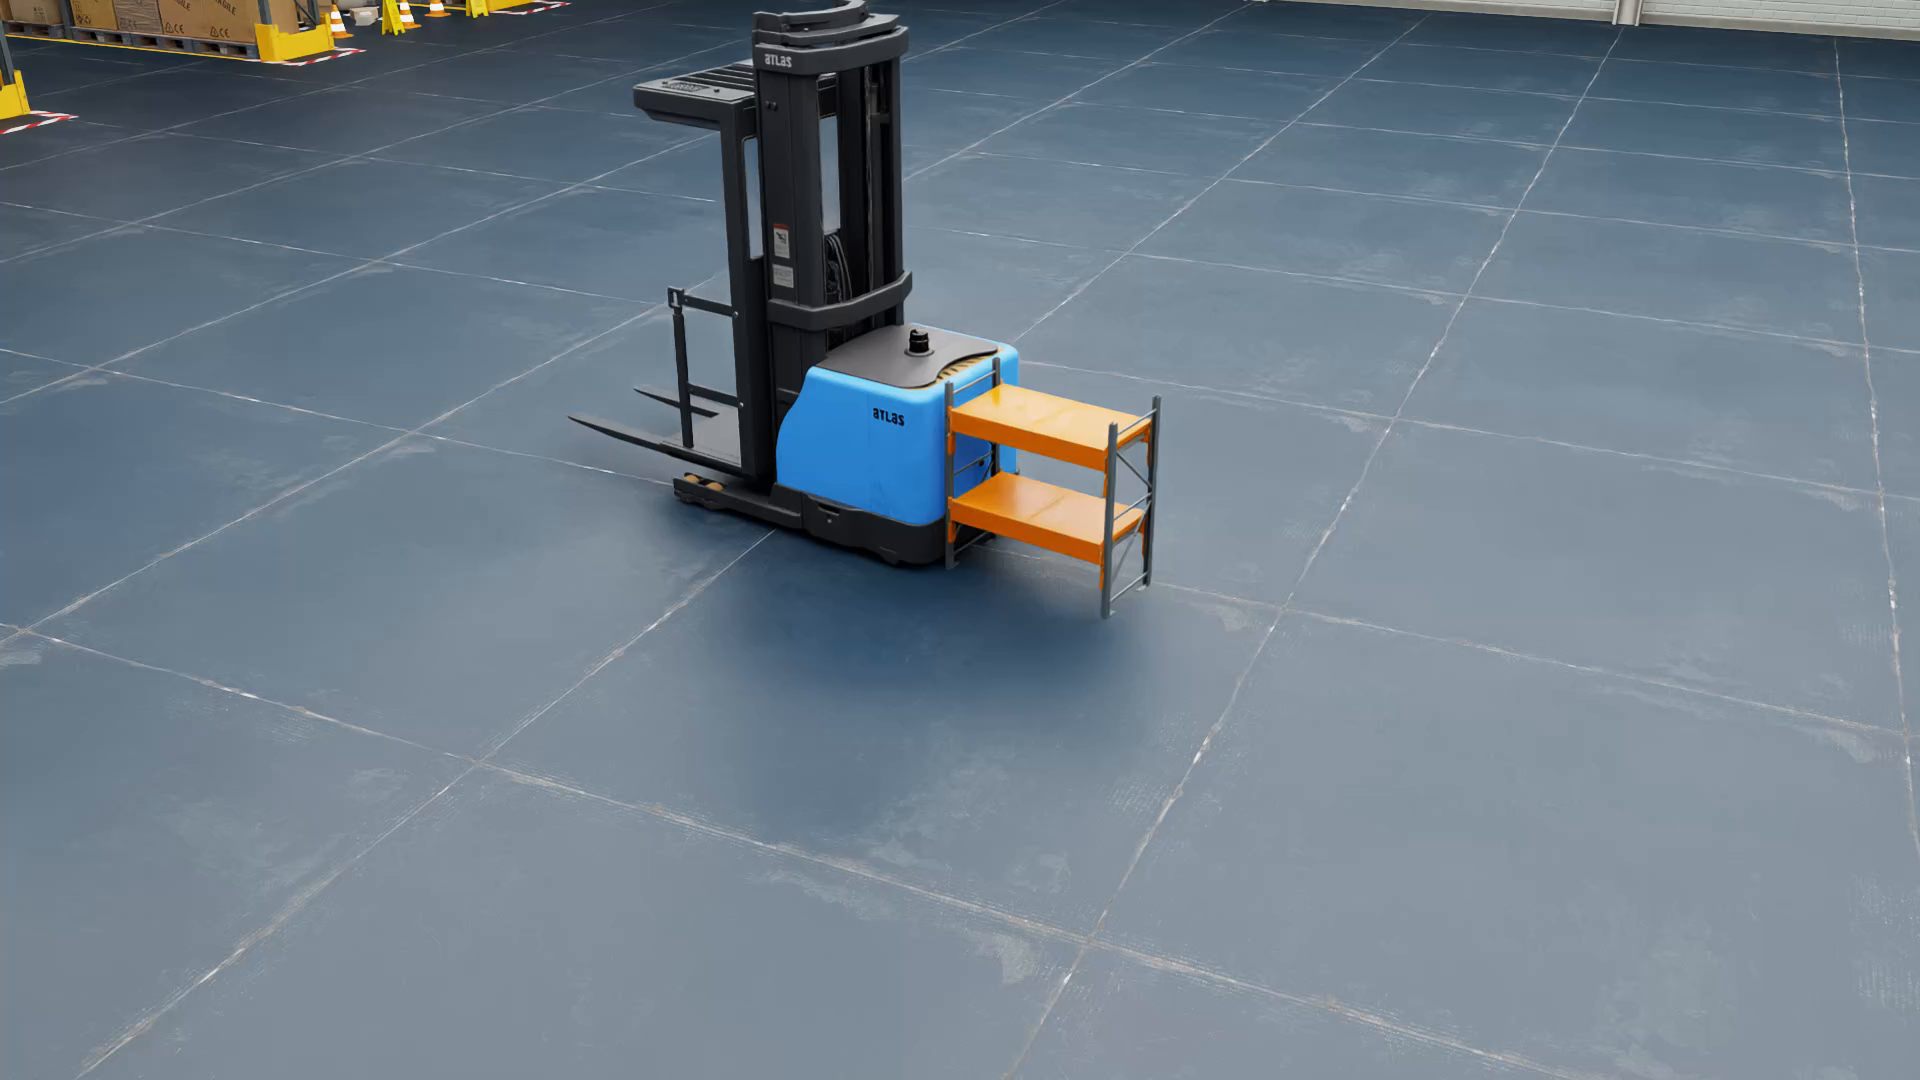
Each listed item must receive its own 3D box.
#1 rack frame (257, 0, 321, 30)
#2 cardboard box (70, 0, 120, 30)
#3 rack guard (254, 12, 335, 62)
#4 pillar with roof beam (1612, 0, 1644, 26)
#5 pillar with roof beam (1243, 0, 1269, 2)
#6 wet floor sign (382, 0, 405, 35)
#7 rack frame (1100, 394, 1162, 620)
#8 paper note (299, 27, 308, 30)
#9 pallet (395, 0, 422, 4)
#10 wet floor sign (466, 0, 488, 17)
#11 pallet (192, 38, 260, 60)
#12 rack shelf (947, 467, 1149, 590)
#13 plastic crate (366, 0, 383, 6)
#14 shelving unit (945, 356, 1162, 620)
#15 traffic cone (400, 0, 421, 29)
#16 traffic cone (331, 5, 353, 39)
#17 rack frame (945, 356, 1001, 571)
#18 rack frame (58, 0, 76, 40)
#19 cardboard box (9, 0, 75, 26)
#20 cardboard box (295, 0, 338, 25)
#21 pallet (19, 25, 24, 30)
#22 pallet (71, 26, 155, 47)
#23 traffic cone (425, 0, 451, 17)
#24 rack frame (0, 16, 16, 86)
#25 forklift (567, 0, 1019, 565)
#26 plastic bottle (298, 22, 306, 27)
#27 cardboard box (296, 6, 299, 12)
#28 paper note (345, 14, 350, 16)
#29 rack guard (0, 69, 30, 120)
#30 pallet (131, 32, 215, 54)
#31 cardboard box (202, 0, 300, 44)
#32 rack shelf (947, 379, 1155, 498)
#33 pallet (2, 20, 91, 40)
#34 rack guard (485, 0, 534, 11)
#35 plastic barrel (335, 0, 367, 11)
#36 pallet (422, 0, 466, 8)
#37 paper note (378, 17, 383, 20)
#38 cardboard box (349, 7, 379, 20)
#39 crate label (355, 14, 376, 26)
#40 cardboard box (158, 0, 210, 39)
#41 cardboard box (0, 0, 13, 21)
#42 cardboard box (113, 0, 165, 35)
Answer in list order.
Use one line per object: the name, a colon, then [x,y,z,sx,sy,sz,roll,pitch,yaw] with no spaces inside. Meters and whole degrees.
rack frame: [-9.555,-8.345,23.303,0.127,3.000,1.000,11,28,22]
cardboard box: [-12.653,-8.168,24.874,0.875,0.875,0.875,12,29,23]
rack guard: [-9.533,-7.219,23.846,0.348,0.500,1.175,11,28,22]
pillar with roof beam: [8.796,-10.509,20.907,0.400,9.000,9.100,11,28,22]
pillar with roof beam: [3.334,-11.606,23.136,0.400,9.000,9.100,11,28,22]
wet floor sign: [-8.709,-8.079,25.429,0.232,0.644,0.267,6,27,13]
rack frame: [0.906,-0.169,8.820,0.032,1.125,0.500,17,31,31]
paper note: [-10.242,-7.974,25.913,0.142,0.017,0.144,23,35,39]
pallet: [-9.499,-9.503,28.812,1.213,0.211,1.003,11,28,22]
wet floor sign: [-7.868,-8.832,26.959,0.232,0.644,0.267,23,35,39]
pallet: [-10.315,-7.208,24.152,1.213,0.211,1.003,11,28,22]
rack shelf: [0.489,-0.078,9.189,1.000,0.278,0.538,17,31,31]
plastic crate: [-10.150,-9.158,28.261,0.583,0.080,0.402,2,26,4]
shelving unit: [0.489,-0.298,9.081,1.048,1.125,0.538,17,31,31]
traffic cone: [-8.674,-8.267,26.017,0.334,0.463,0.336,11,28,22]
traffic cone: [-9.451,-7.875,25.220,0.334,0.463,0.336,11,28,22]
rack frame: [0.072,-0.426,9.342,0.032,1.125,0.500,17,31,31]
rack frame: [-13.196,-9.076,24.788,0.127,3.000,1.000,11,28,22]
cardboard box: [-13.799,-8.332,25.350,0.750,0.750,1.050,11,28,22]
cardboard box: [-10.245,-8.537,26.519,0.637,0.503,0.797,-7,27,-14]
pallet: [-15.045,-8.158,26.081,1.213,0.211,1.003,11,28,22]
pallet: [-12.537,-7.654,25.058,1.213,0.211,1.003,11,28,22]
traffic cone: [-8.524,-8.775,27.050,0.334,0.463,0.336,11,28,22]
rack frame: [-11.700,-6.369,19.290,0.127,3.000,1.000,11,28,22]
forklift: [-1.145,-1.668,9.820,3.031,2.935,1.130,17,31,31]
plastic bottle: [-10.454,-8.110,26.153,0.283,0.061,0.133,2,26,4]
cardboard box: [-11.100,-8.765,26.830,0.503,0.637,0.797,11,28,22]
paper note: [-9.994,-8.604,27.205,0.142,0.019,0.148,23,35,39]
rack guard: [-11.769,-5.261,19.870,0.348,0.500,1.175,11,28,22]
pallet: [-11.422,-7.432,24.606,1.213,0.211,1.003,11,28,22]
cardboard box: [-10.200,-7.677,23.877,0.875,0.875,0.875,12,28,22]
rack shelf: [0.489,-0.560,8.952,1.000,0.278,0.538,17,31,31]
pallet: [-13.930,-7.936,25.629,1.213,0.211,1.003,11,28,22]
rack guard: [-7.667,-9.246,27.963,0.348,0.500,1.175,11,28,22]
plastic barrel: [-10.105,-8.967,27.483,0.512,0.421,0.421,-12,29,-23]
pallet: [-8.392,-9.279,28.358,1.213,0.211,1.003,11,28,22]
paper note: [-9.283,-8.394,26.764,0.142,0.019,0.148,2,26,4]
cardboard box: [-9.627,-8.502,26.850,0.380,0.149,0.250,-18,31,-31]
crate label: [-9.415,-8.239,26.330,0.298,0.136,0.250,-2,26,-5]
cardboard box: [-11.002,-7.837,24.202,0.875,0.875,0.875,11,28,21]
cardboard box: [-14.675,-8.510,25.711,0.750,0.750,1.050,11,28,22]
cardboard box: [-11.831,-8.005,24.543,0.875,0.875,0.875,12,28,22]
